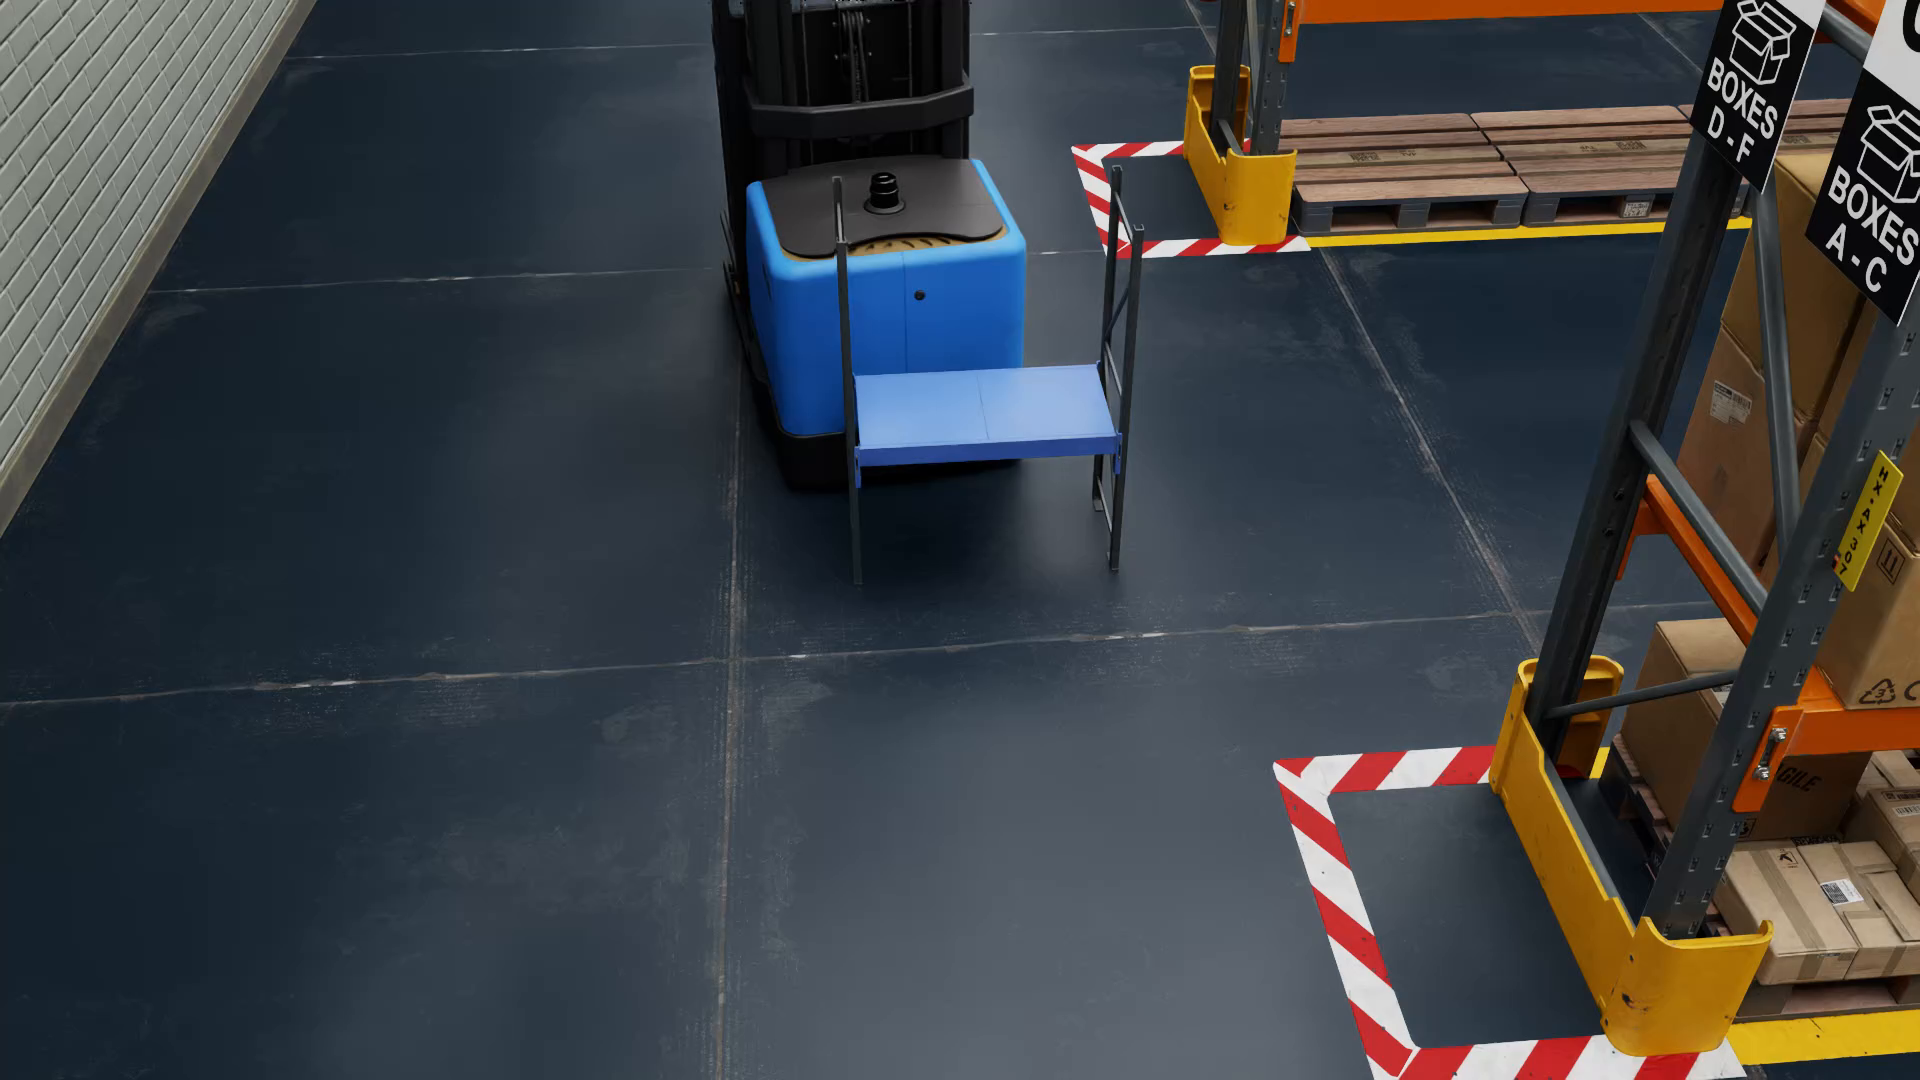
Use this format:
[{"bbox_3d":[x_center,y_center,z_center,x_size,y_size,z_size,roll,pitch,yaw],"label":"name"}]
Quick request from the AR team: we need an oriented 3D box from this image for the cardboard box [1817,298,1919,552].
[{"bbox_3d":[2.421,-0.329,3.857,0.500,0.500,0.500,-2,38,-3],"label":"cardboard box"}]

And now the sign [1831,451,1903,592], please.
[{"bbox_3d":[2.003,-0.040,3.680,0.005,0.325,0.100,-3,38,-4],"label":"sign"}]

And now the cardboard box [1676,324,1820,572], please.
[{"bbox_3d":[2.377,-0.267,4.586,0.500,0.500,0.500,-2,38,-3],"label":"cardboard box"}]

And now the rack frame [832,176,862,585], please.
[{"bbox_3d":[-0.421,-0.566,6.256,0.032,1.500,0.500,-3,38,-4],"label":"rack frame"}]

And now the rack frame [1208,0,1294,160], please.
[{"bbox_3d":[1.520,-3.092,8.247,0.127,3.000,1.000,-3,38,-4],"label":"rack frame"}]

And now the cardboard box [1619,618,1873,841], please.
[{"bbox_3d":[2.475,0.592,5.241,0.500,0.500,0.500,-3,38,-4],"label":"cardboard box"}]

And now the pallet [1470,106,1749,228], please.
[{"bbox_3d":[3.557,-2.083,9.220,1.213,0.211,1.003,-3,38,-4],"label":"pallet"}]

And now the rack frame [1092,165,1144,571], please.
[{"bbox_3d":[0.591,-0.621,6.327,0.032,1.500,0.500,-3,38,-4],"label":"rack frame"}]

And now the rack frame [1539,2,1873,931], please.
[{"bbox_3d":[1.955,-0.033,4.370,0.053,2.616,0.949,-3,38,-4],"label":"rack frame"}]

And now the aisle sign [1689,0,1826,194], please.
[{"bbox_3d":[1.860,-1.241,3.802,0.004,0.787,0.394,-3,38,-4],"label":"aisle sign"}]

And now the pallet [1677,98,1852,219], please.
[{"bbox_3d":[4.775,-2.152,9.307,1.213,0.211,1.003,-3,38,-4],"label":"pallet"}]

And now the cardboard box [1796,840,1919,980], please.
[{"bbox_3d":[2.652,1.080,4.892,0.250,0.166,0.380,-3,38,-4],"label":"cardboard box"}]

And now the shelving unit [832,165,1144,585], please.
[{"bbox_3d":[0.085,-0.593,6.291,1.048,1.500,0.538,-3,38,-4],"label":"shelving unit"}]

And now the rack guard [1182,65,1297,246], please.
[{"bbox_3d":[1.497,-2.101,9.009,0.348,0.500,1.175,-3,38,-4],"label":"rack guard"}]

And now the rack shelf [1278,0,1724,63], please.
[{"bbox_3d":[3.512,-2.919,8.608,4.000,0.370,1.077,-3,38,-4],"label":"rack shelf"}]

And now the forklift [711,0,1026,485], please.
[{"bbox_3d":[-0.556,-2.297,7.295,1.130,2.935,3.031,-8,39,-10],"label":"forklift"}]

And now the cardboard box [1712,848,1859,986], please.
[{"bbox_3d":[2.403,1.100,4.880,0.250,0.149,0.380,-3,38,-4],"label":"cardboard box"}]

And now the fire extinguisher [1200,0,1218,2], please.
[{"bbox_3d":[1.330,-3.187,8.731,0.183,0.674,0.296,-3,38,-4],"label":"fire extinguisher"}]

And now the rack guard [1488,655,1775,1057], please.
[{"bbox_3d":[2.031,0.942,5.152,0.348,0.500,1.175,-3,38,-4],"label":"rack guard"}]

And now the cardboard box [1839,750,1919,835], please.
[{"bbox_3d":[2.886,0.756,5.302,0.250,0.166,0.380,-3,38,-4],"label":"cardboard box"}]

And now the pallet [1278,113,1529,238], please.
[{"bbox_3d":[2.345,-2.018,9.137,1.213,0.211,1.003,-3,38,-4],"label":"pallet"}]

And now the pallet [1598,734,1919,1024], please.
[{"bbox_3d":[2.825,1.011,5.298,1.213,0.211,1.003,-3,38,-4],"label":"pallet"}]

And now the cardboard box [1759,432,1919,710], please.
[{"bbox_3d":[3.659,-0.170,4.463,3.026,0.500,1.079,-3,38,-3],"label":"cardboard box"}]

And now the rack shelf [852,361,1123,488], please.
[{"bbox_3d":[0.085,-0.452,6.403,1.000,0.185,0.538,-3,38,-4],"label":"rack shelf"}]

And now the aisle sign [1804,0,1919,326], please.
[{"bbox_3d":[1.913,-0.871,3.333,0.004,0.787,0.394,-3,38,-4],"label":"aisle sign"}]

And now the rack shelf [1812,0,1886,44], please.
[{"bbox_3d":[3.947,-1.040,3.806,4.000,0.370,1.077,-3,38,-4],"label":"rack shelf"}]
